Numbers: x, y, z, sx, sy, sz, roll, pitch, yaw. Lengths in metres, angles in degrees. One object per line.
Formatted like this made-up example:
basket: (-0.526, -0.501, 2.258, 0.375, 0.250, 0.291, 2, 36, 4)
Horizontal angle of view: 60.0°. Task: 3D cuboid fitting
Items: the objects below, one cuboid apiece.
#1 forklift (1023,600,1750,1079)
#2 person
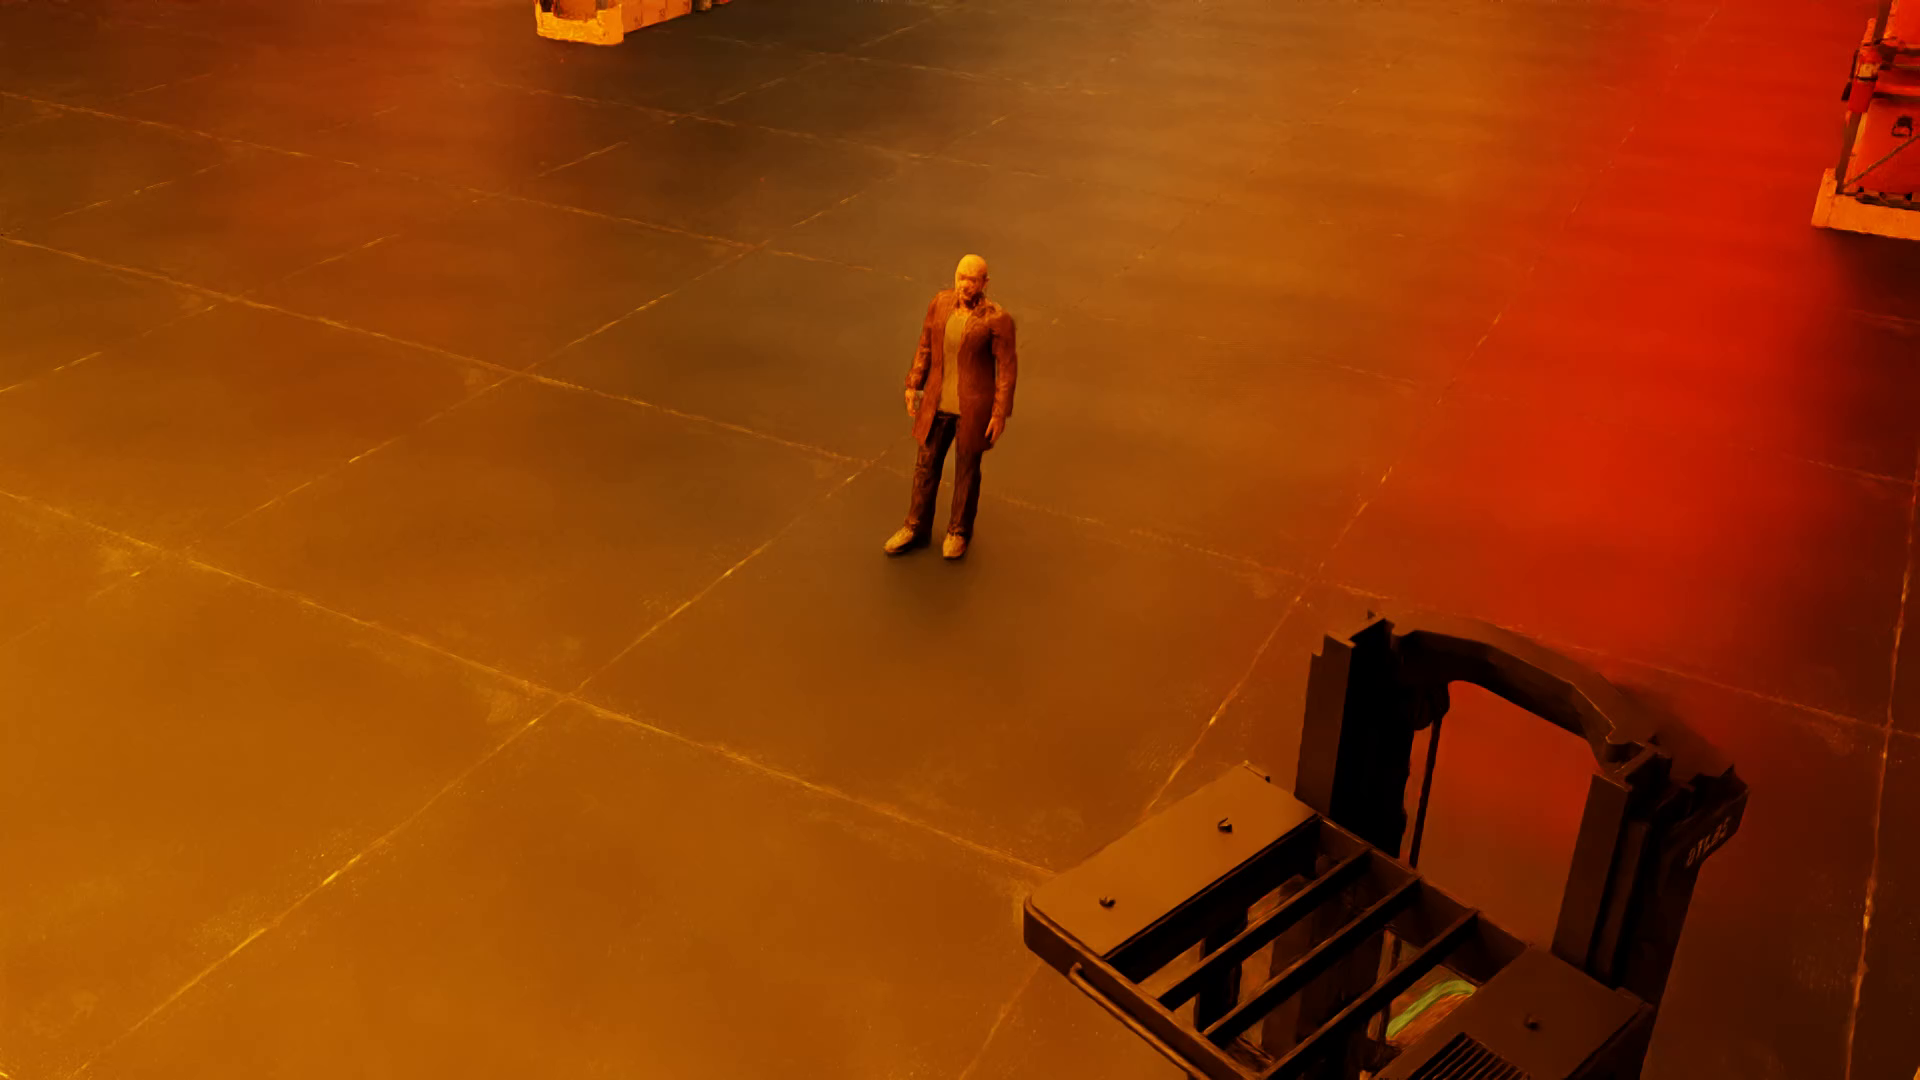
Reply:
forklift: (0.824, 1.732, 4.069, 3.031, 2.935, 1.130, -24, 37, -35)
person: (-0.048, -0.737, 9.488, 0.694, 1.776, 0.580, 15, 33, 25)
